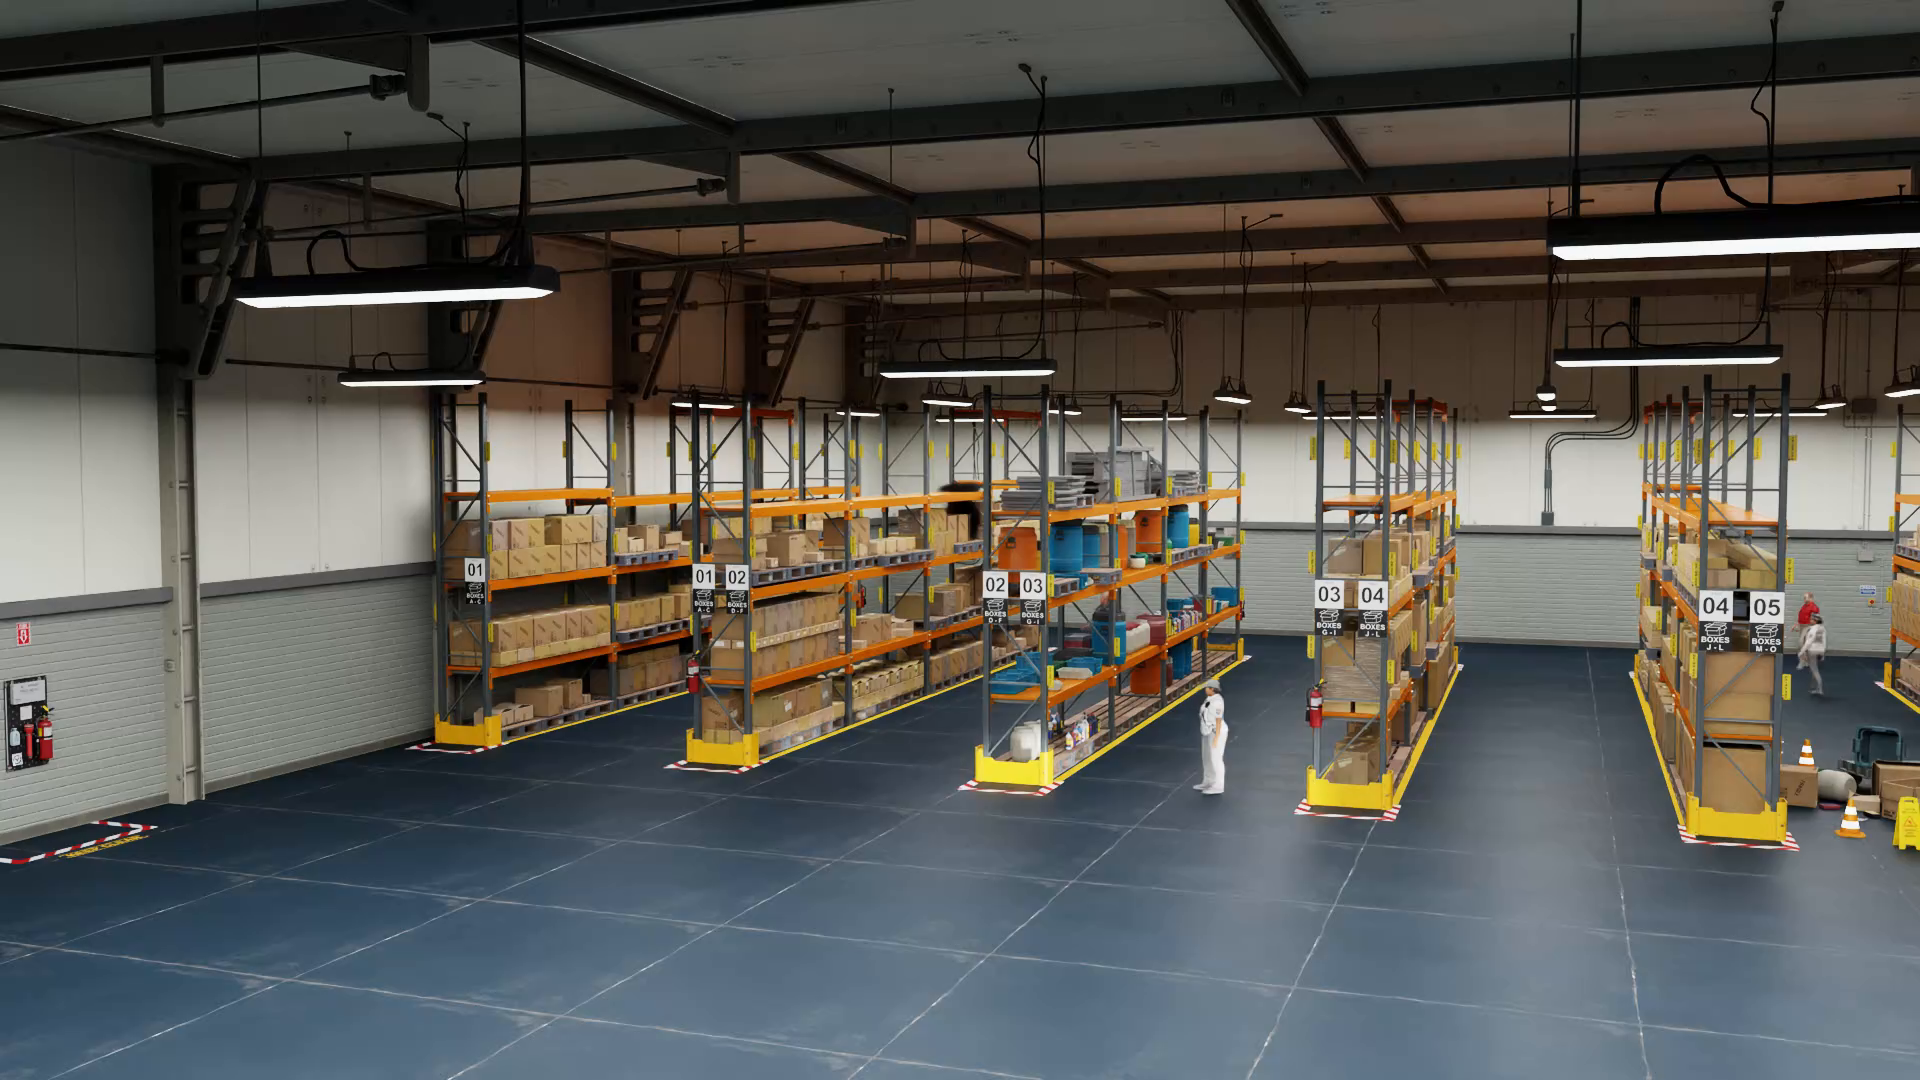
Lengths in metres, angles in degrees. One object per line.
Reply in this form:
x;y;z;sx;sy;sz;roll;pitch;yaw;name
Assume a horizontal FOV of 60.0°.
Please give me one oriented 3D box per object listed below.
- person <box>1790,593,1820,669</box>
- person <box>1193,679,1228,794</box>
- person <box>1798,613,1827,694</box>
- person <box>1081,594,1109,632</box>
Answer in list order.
19.560;2.106;38.462;0.643;1.777;0.553;0;3;-7;person
3.688;2.861;24.376;0.433;1.665;0.534;-1;3;-10;person
17.530;2.343;34.132;0.554;1.718;0.646;-1;3;-10;person
3.071;2.043;36.475;0.716;1.737;0.662;3;4;40;person
